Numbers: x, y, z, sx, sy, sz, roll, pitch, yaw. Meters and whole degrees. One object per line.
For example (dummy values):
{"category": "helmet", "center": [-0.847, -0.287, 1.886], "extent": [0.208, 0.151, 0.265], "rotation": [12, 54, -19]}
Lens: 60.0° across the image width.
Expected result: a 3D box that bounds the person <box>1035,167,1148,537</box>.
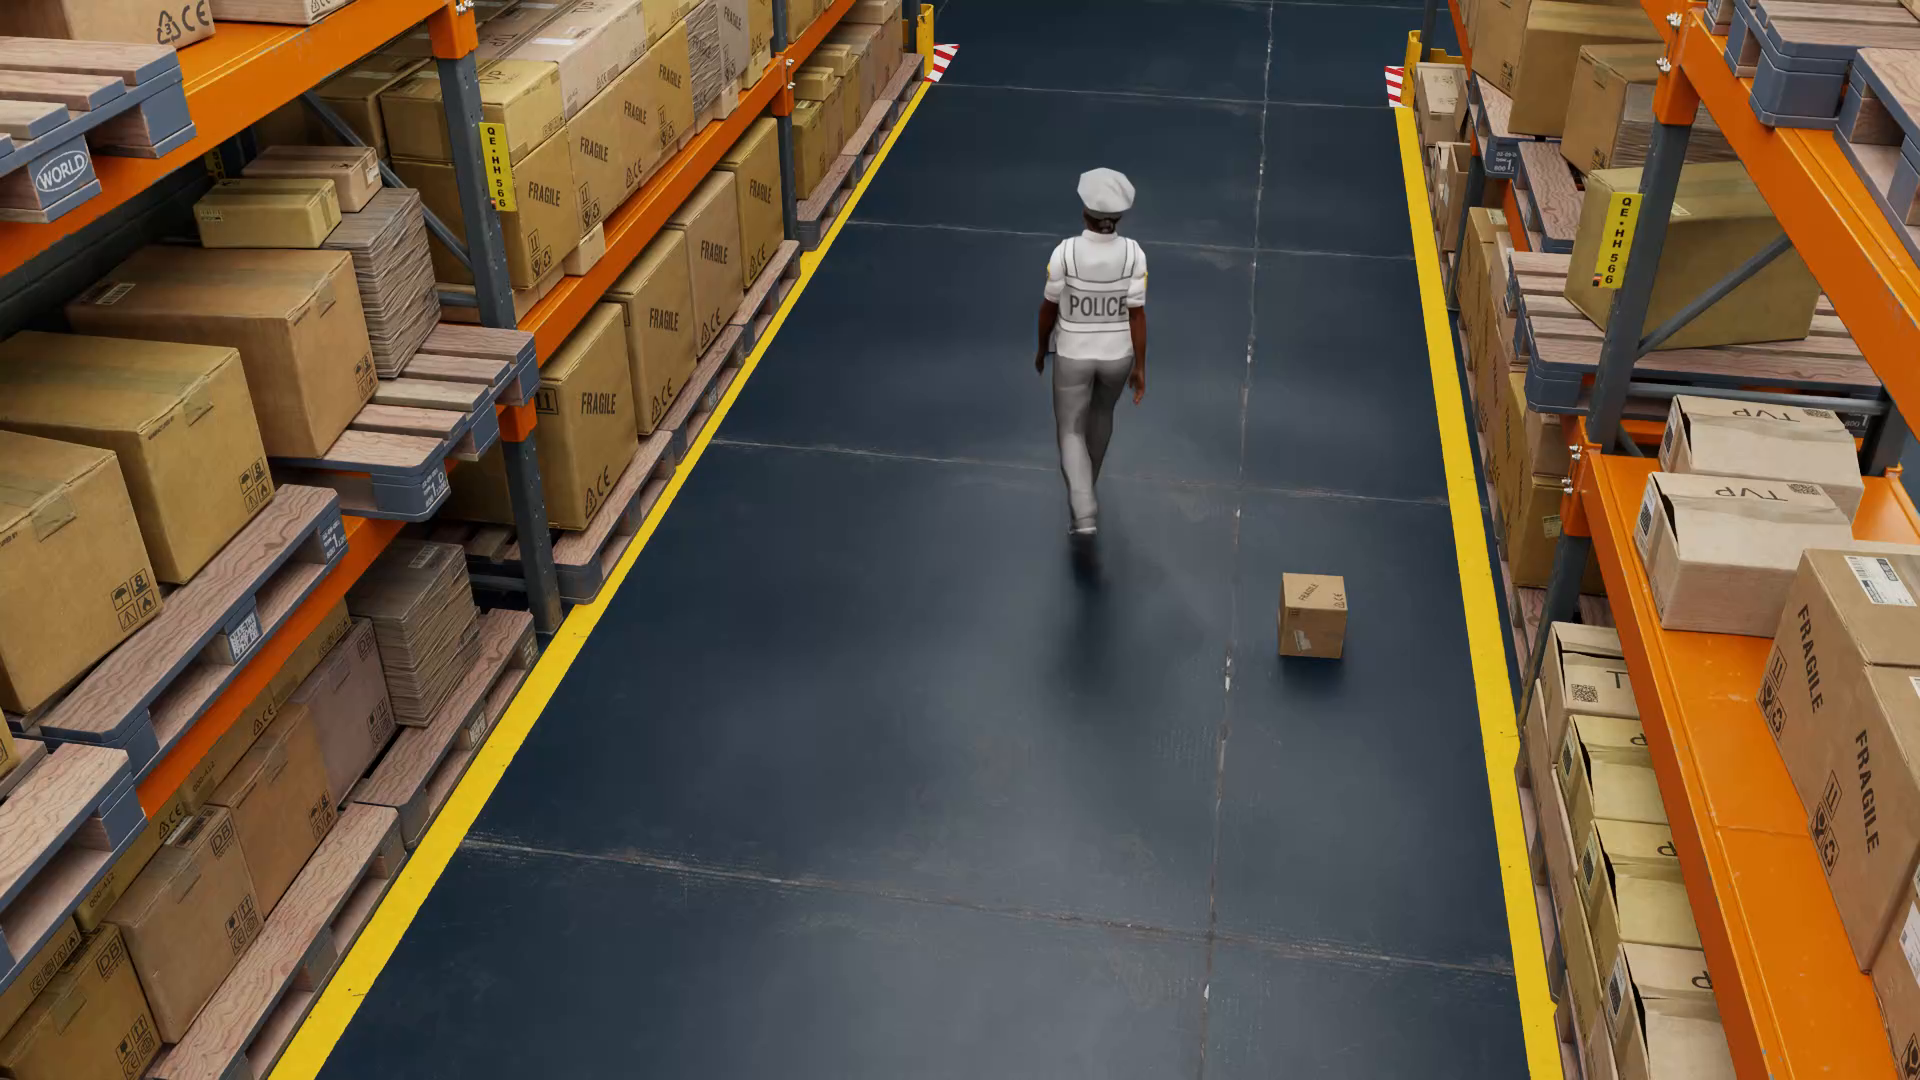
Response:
{"category": "person", "center": [0.586, -0.826, 7.404], "extent": [0.463, 1.645, 0.937], "rotation": [-3, 33, -4]}
